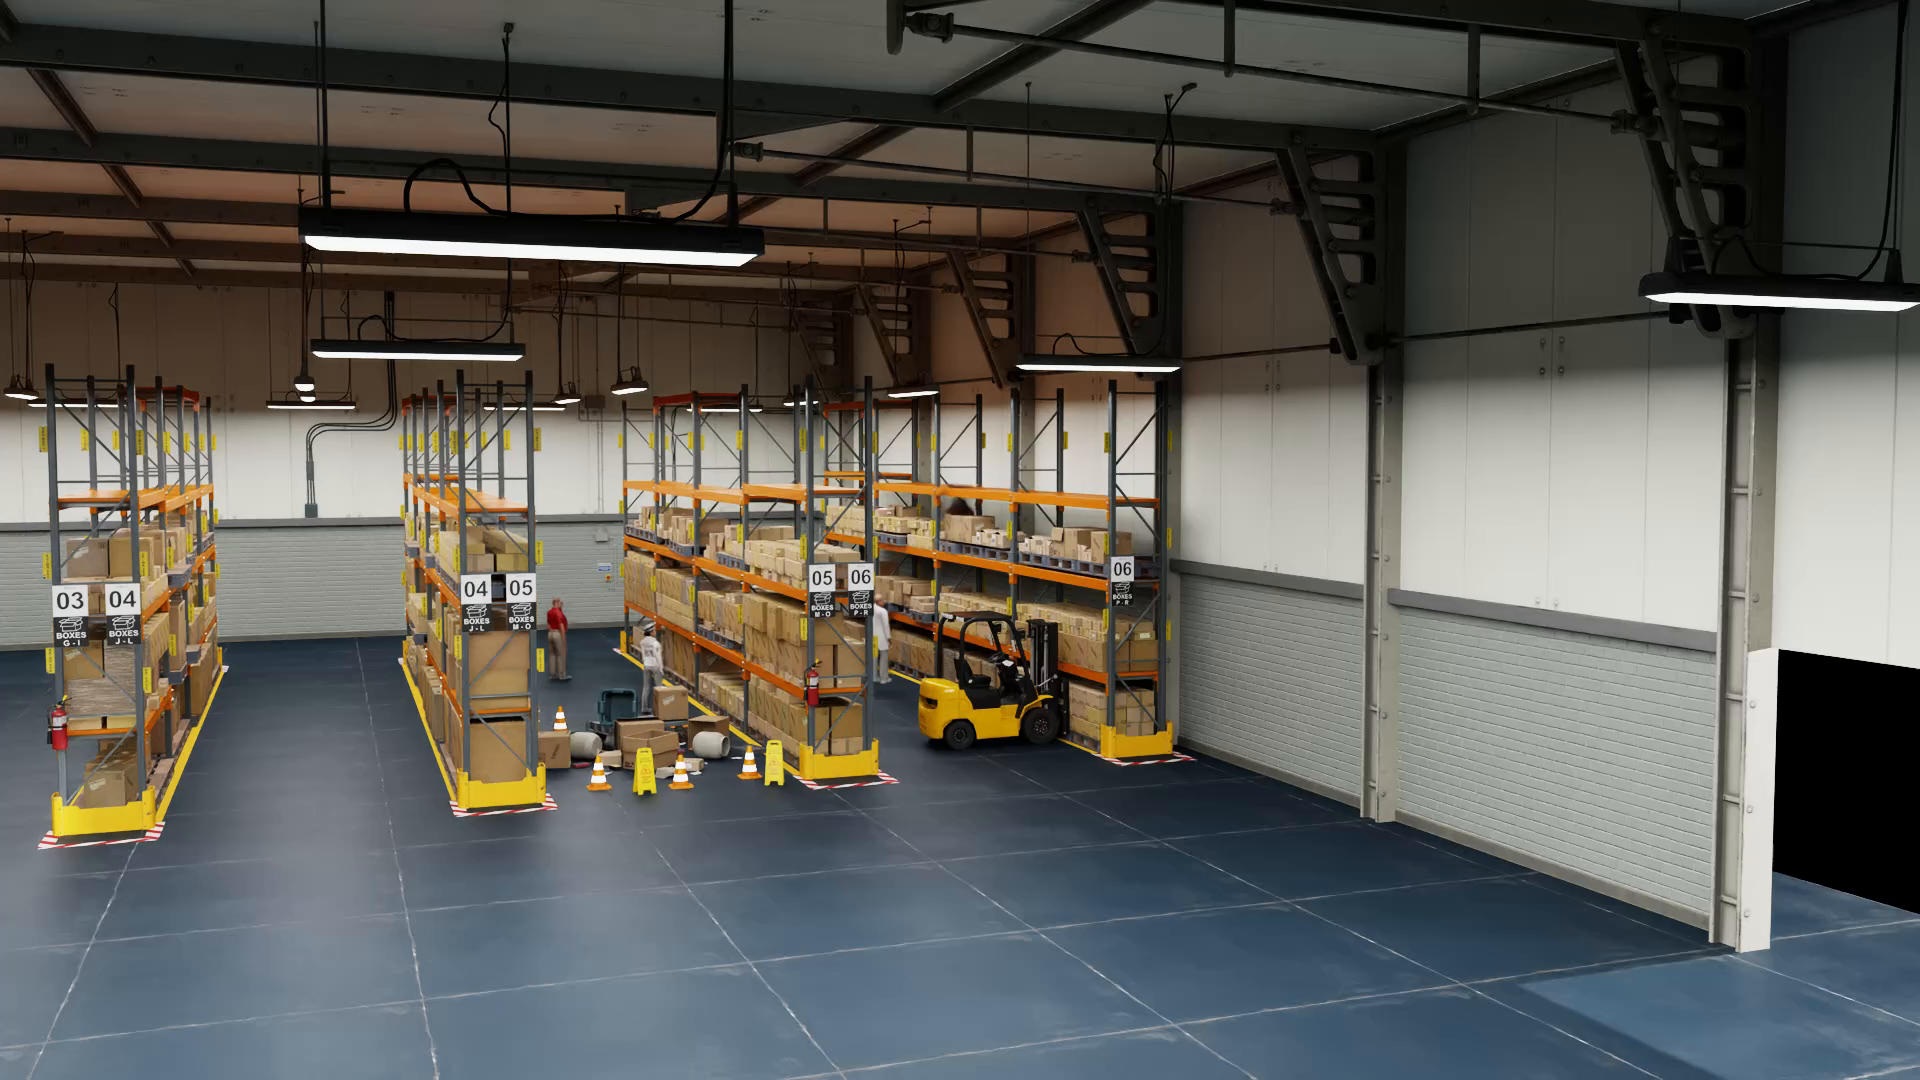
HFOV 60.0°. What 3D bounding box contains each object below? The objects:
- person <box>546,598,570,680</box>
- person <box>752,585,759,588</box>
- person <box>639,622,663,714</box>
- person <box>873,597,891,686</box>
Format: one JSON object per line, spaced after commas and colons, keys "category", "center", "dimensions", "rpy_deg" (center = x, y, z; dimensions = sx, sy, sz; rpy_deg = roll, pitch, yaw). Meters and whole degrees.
{"category": "person", "center": [-8.496, 2.082, 35.122], "dimensions": [0.590, 1.726, 0.370], "rpy_deg": [3, 4, 38]}
{"category": "person", "center": [-5.086, 1.746, 41.803], "dimensions": [0.569, 1.686, 0.405], "rpy_deg": [1, 3, 10]}
{"category": "person", "center": [-5.684, 2.366, 30.740], "dimensions": [0.530, 1.695, 0.402], "rpy_deg": [1, 3, 16]}
{"category": "person", "center": [-1.622, 2.039, 33.492], "dimensions": [0.650, 1.781, 0.390], "rpy_deg": [2, 4, 35]}
